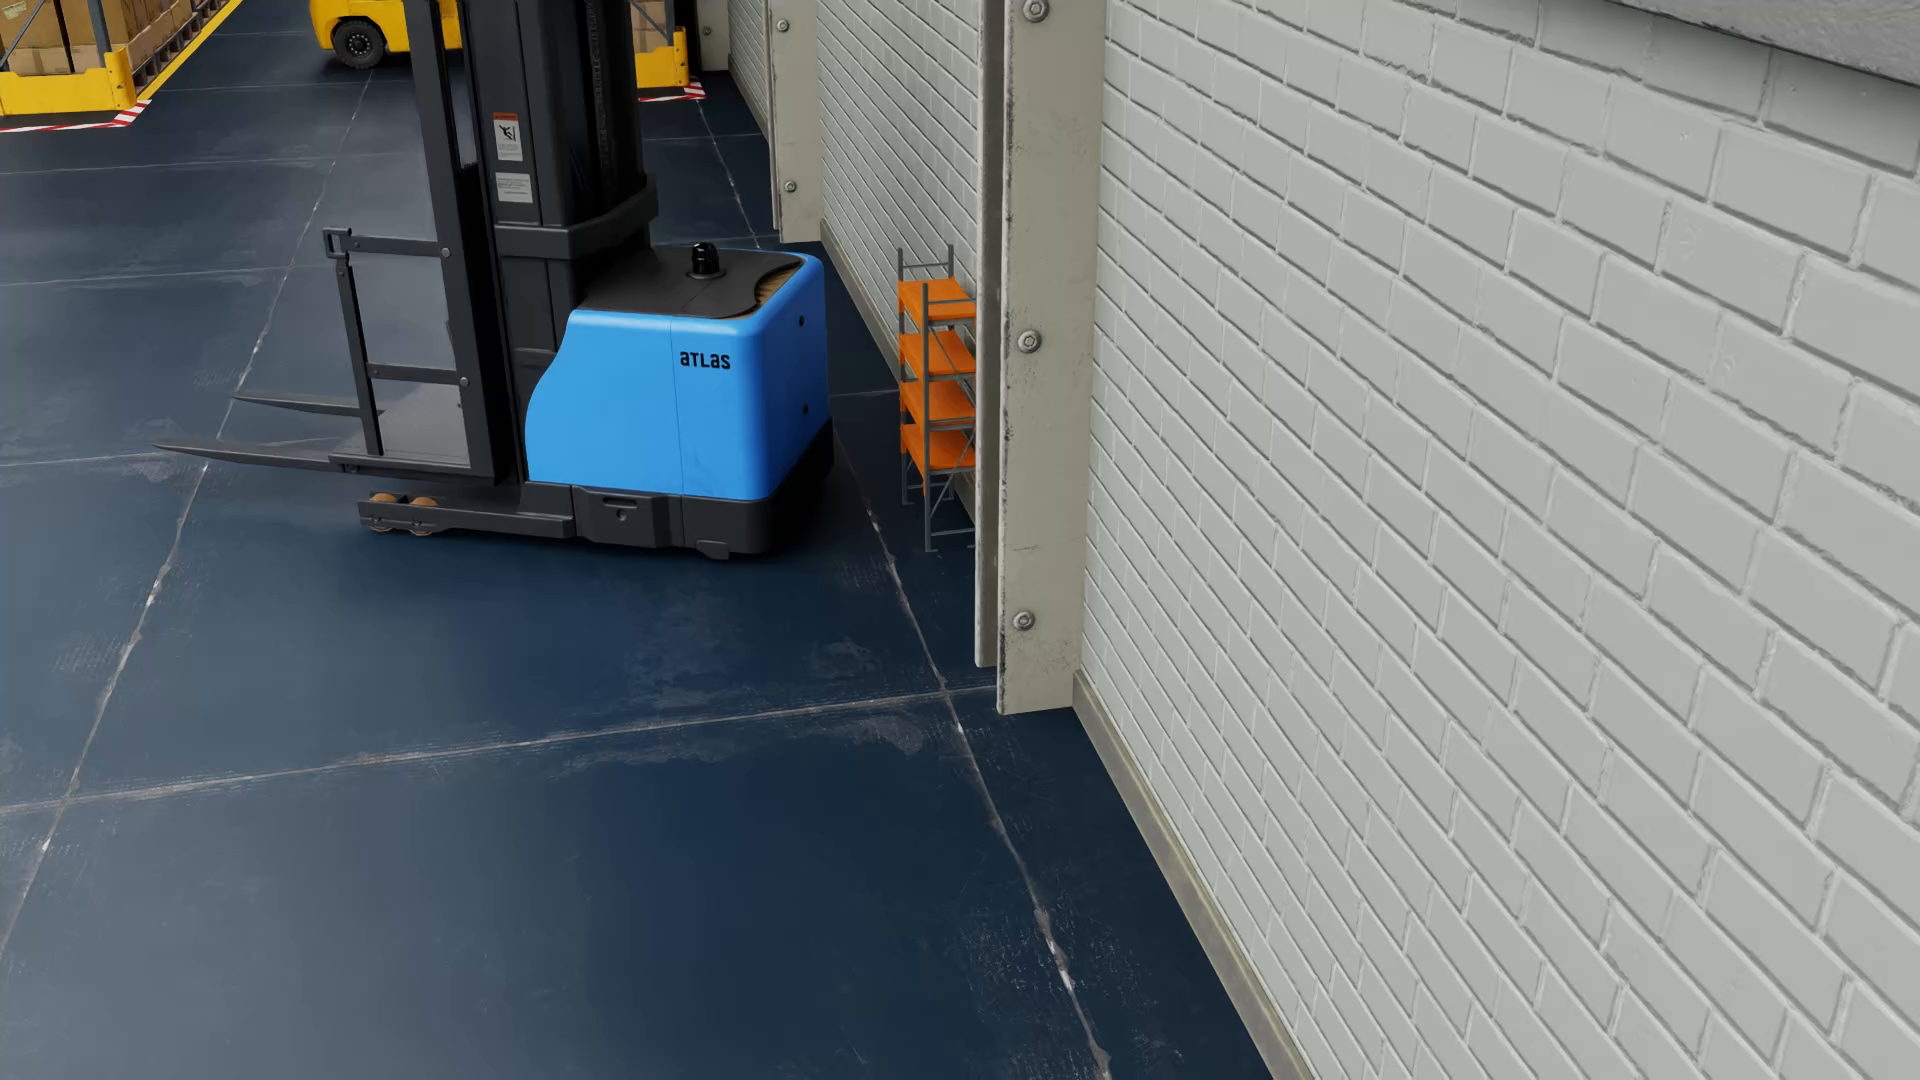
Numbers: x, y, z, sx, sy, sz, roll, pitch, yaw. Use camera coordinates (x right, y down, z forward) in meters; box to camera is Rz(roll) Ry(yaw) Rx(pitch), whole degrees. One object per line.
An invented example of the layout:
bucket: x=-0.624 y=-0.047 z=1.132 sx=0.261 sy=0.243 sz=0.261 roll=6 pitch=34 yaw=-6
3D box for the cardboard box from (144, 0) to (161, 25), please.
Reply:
cardboard box: x=-8.156 y=-5.313 z=16.200 sx=0.500 sy=0.500 sz=0.500 roll=-5 pitch=27 yaw=-11

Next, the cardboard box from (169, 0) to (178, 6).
cardboard box: x=-8.401 y=-5.770 z=17.107 sx=0.500 sy=0.500 sz=0.500 roll=-5 pitch=27 yaw=-11

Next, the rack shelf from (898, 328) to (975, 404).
rack shelf: x=-0.089 y=-0.742 z=7.041 sx=0.258 sy=0.148 sz=0.480 roll=-6 pitch=27 yaw=-12

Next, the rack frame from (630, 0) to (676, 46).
rack frame: x=-3.176 y=-5.681 z=15.176 sx=1.000 sy=3.000 sz=0.127 roll=-6 pitch=27 yaw=-12

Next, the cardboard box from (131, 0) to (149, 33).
cardboard box: x=-8.051 y=-5.092 z=15.762 sx=0.500 sy=0.500 sz=0.500 roll=-7 pitch=28 yaw=-14

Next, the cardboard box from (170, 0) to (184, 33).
cardboard box: x=-8.387 y=-5.426 z=17.257 sx=0.500 sy=0.250 sz=0.500 roll=-7 pitch=28 yaw=-13

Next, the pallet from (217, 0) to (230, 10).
pallet: x=-9.367 y=-6.565 z=20.022 sx=1.003 sy=0.211 sz=1.213 roll=-6 pitch=27 yaw=-12

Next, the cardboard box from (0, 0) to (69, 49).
cardboard box: x=-8.445 y=-4.795 z=15.175 sx=0.500 sy=0.500 sz=0.500 roll=-6 pitch=27 yaw=-11

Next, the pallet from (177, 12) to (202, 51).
pallet: x=-8.726 y=-5.395 z=17.705 sx=1.003 sy=0.211 sz=1.213 roll=-6 pitch=27 yaw=-12

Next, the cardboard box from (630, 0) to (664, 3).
cardboard box: x=-3.099 y=-5.318 z=15.932 sx=0.500 sy=0.250 sz=0.500 roll=-6 pitch=27 yaw=-12

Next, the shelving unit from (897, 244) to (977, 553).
shelving unit: x=-0.088 y=-0.603 z=7.112 sx=0.258 sy=1.200 sz=0.503 roll=-6 pitch=27 yaw=-12

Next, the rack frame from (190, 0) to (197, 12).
rack frame: x=-8.912 y=-6.931 z=17.654 sx=1.000 sy=3.000 sz=0.127 roll=-6 pitch=27 yaw=-12

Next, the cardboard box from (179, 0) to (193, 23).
cardboard box: x=-8.517 y=-5.659 z=17.718 sx=0.500 sy=0.250 sz=0.500 roll=-5 pitch=27 yaw=-9

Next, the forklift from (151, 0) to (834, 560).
forklift: x=-2.162 y=-1.551 z=7.070 sx=3.031 sy=2.935 sz=1.130 roll=6 pitch=27 yaw=11

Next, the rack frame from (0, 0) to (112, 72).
rack frame: x=-8.011 y=-5.175 z=14.175 sx=1.000 sy=3.000 sz=0.127 roll=-6 pitch=27 yaw=-12

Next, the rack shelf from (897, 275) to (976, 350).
rack shelf: x=-0.089 y=-0.953 z=6.935 sx=0.258 sy=0.148 sz=0.480 roll=-6 pitch=27 yaw=-12

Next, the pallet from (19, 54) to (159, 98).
pallet: x=-8.176 y=-4.324 z=15.583 sx=1.003 sy=0.211 sz=1.213 roll=-6 pitch=27 yaw=-12

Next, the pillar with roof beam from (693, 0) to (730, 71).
pillar with roof beam: x=-6.649 y=-8.319 z=13.745 sx=9.100 sy=9.000 sz=0.400 roll=-6 pitch=27 yaw=-12

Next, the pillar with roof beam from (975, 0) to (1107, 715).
pillar with roof beam: x=-3.944 y=-3.051 z=3.308 sx=9.100 sy=9.000 sz=0.400 roll=-6 pitch=27 yaw=-12

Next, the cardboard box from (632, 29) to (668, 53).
cardboard box: x=-3.096 y=-4.876 z=16.168 sx=0.500 sy=0.250 sz=0.500 roll=-6 pitch=27 yaw=-11

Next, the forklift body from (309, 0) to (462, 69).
forklift body: x=-5.380 y=-5.949 z=16.650 sx=2.313 sy=2.155 sz=1.214 roll=-6 pitch=27 yaw=-12

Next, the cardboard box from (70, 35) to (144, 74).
cardboard box: x=-7.923 y=-4.517 z=15.457 sx=0.500 sy=0.250 sz=0.500 roll=-6 pitch=27 yaw=-12

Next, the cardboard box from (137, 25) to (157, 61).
cardboard box: x=-8.031 y=-4.742 z=15.902 sx=0.500 sy=0.250 sz=0.500 roll=-5 pitch=27 yaw=-10

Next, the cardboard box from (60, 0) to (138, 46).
cardboard box: x=-7.929 y=-4.863 z=15.308 sx=0.500 sy=0.500 sz=0.500 roll=-7 pitch=28 yaw=-13

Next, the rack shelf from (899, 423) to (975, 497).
rack shelf: x=-0.088 y=-0.365 z=7.232 sx=0.258 sy=0.148 sz=0.480 roll=-6 pitch=27 yaw=-12

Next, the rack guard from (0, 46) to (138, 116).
rack guard: x=-8.028 y=-4.093 z=14.804 sx=1.175 sy=0.500 sz=0.348 roll=-6 pitch=27 yaw=-12

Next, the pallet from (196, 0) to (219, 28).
pallet: x=-9.089 y=-6.028 z=18.959 sx=1.003 sy=0.211 sz=1.213 roll=-6 pitch=27 yaw=-12

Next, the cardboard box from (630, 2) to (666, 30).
cardboard box: x=-3.079 y=-5.092 z=16.039 sx=0.500 sy=0.250 sz=0.500 roll=-5 pitch=27 yaw=-11

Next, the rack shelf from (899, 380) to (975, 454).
rack shelf: x=-0.088 y=-0.543 z=7.142 sx=0.258 sy=0.148 sz=0.480 roll=-6 pitch=27 yaw=-12

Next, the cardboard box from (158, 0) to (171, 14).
cardboard box: x=-8.285 y=-5.547 z=16.663 sx=0.500 sy=0.500 sz=0.500 roll=-5 pitch=27 yaw=-9

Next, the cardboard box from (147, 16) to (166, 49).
cardboard box: x=-8.166 y=-4.981 z=16.374 sx=0.500 sy=0.250 sz=0.500 roll=-4 pitch=27 yaw=-8

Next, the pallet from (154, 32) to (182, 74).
pallet: x=-8.448 y=-4.859 z=16.642 sx=1.003 sy=0.211 sz=1.213 roll=-6 pitch=27 yaw=-12

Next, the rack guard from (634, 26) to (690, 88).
rack guard: x=-3.170 y=-4.555 z=15.719 sx=1.175 sy=0.500 sz=0.348 roll=-6 pitch=27 yaw=-12

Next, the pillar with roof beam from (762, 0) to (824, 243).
pillar with roof beam: x=-5.296 y=-5.685 z=8.527 sx=9.100 sy=9.000 sz=0.400 roll=-6 pitch=27 yaw=-12

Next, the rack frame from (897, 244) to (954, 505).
rack frame: x=-0.145 y=-0.709 z=7.324 sx=0.240 sy=1.200 sz=0.015 roll=-6 pitch=27 yaw=-12

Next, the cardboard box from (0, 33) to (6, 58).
cardboard box: x=-9.996 y=-5.208 z=17.011 sx=0.500 sy=0.500 sz=0.500 roll=13 pitch=30 yaw=24

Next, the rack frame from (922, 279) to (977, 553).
rack frame: x=-0.031 y=-0.496 z=6.900 sx=0.240 sy=1.200 sz=0.015 roll=-6 pitch=27 yaw=-12

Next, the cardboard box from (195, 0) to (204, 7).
cardboard box: x=-9.033 y=-6.176 z=18.607 sx=0.950 sy=0.372 sz=0.625 roll=-6 pitch=27 yaw=-11

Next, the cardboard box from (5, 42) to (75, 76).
cardboard box: x=-8.460 y=-4.473 z=15.369 sx=0.500 sy=0.250 sz=0.500 roll=-6 pitch=27 yaw=-12

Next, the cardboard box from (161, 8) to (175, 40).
cardboard box: x=-8.277 y=-5.203 z=16.814 sx=0.500 sy=0.250 sz=0.500 roll=-6 pitch=27 yaw=-11
